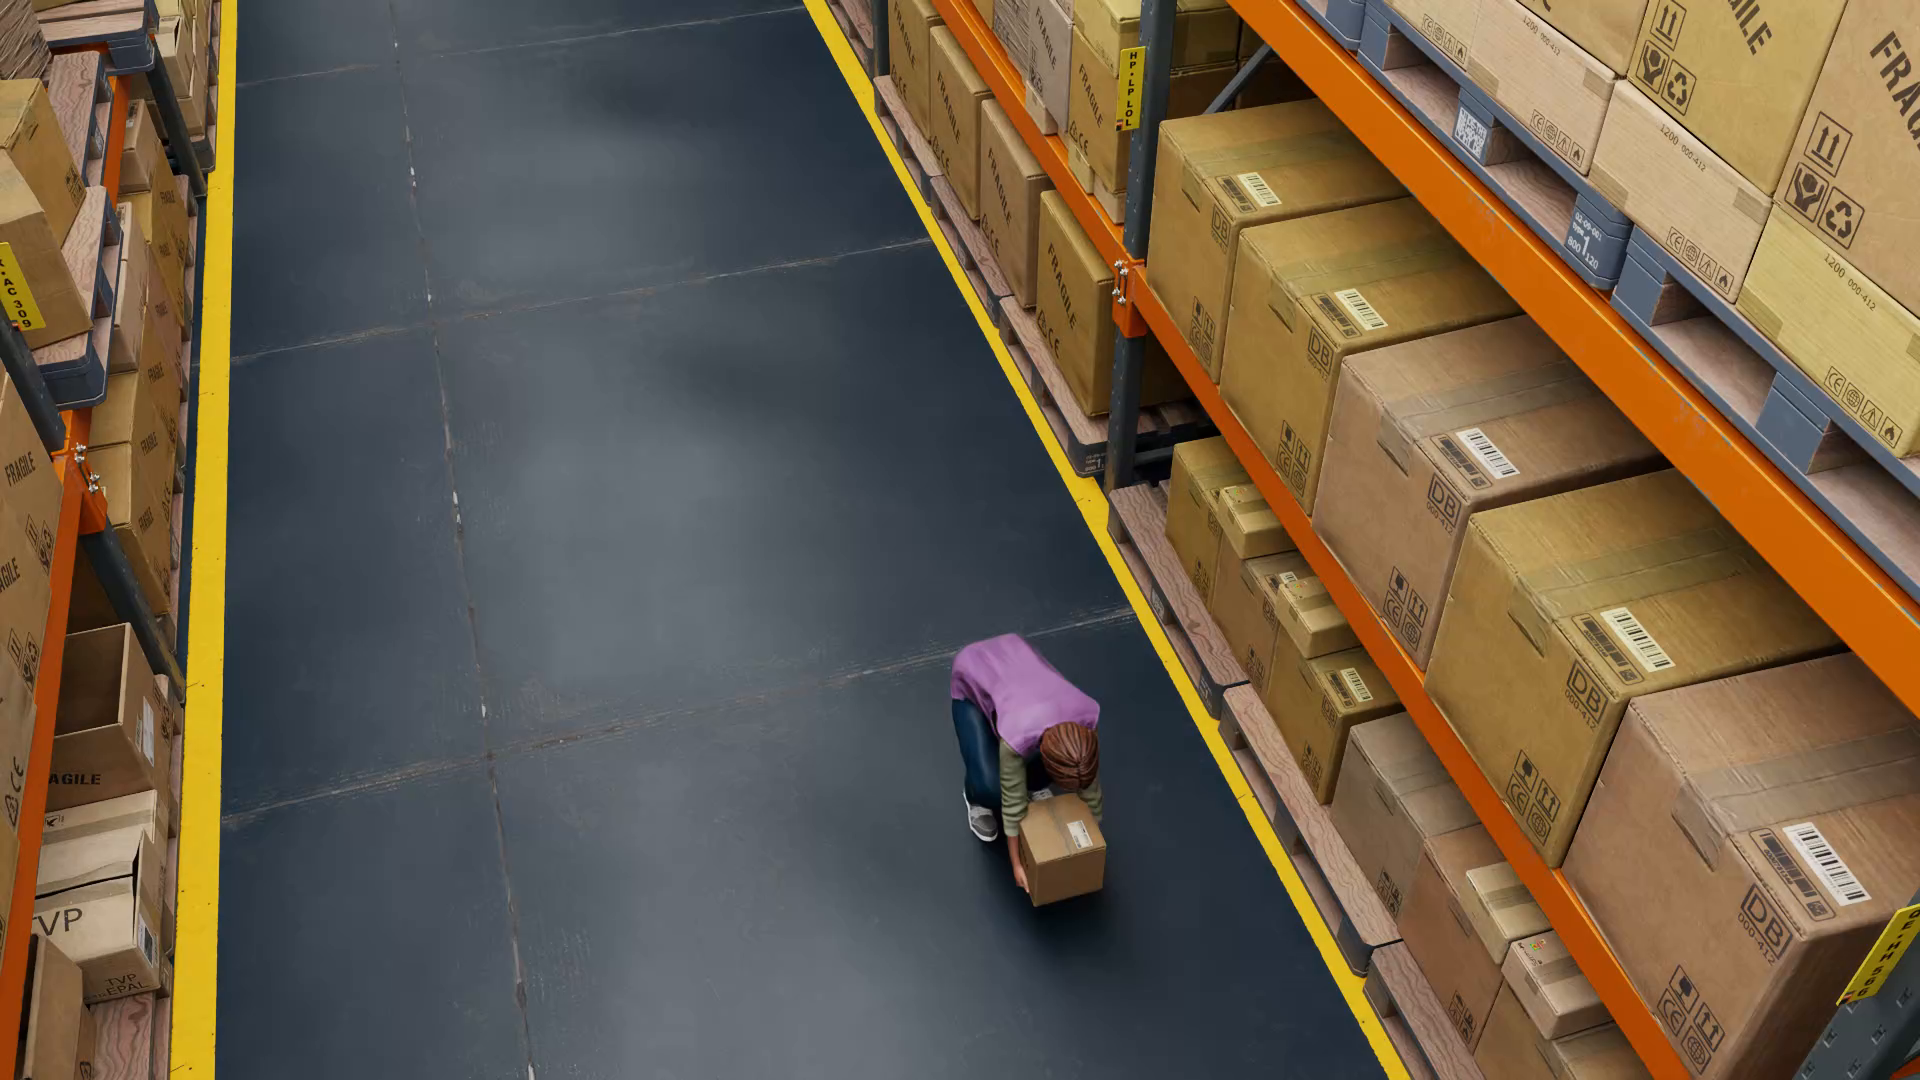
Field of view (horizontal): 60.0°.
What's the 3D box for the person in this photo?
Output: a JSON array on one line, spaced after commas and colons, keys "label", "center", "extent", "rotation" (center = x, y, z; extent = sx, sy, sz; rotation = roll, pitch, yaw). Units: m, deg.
[{"label": "person", "center": [0.235, 0.767, 5.856], "extent": [0.432, 0.900, 0.848], "rotation": [-14, 45, -14]}]
